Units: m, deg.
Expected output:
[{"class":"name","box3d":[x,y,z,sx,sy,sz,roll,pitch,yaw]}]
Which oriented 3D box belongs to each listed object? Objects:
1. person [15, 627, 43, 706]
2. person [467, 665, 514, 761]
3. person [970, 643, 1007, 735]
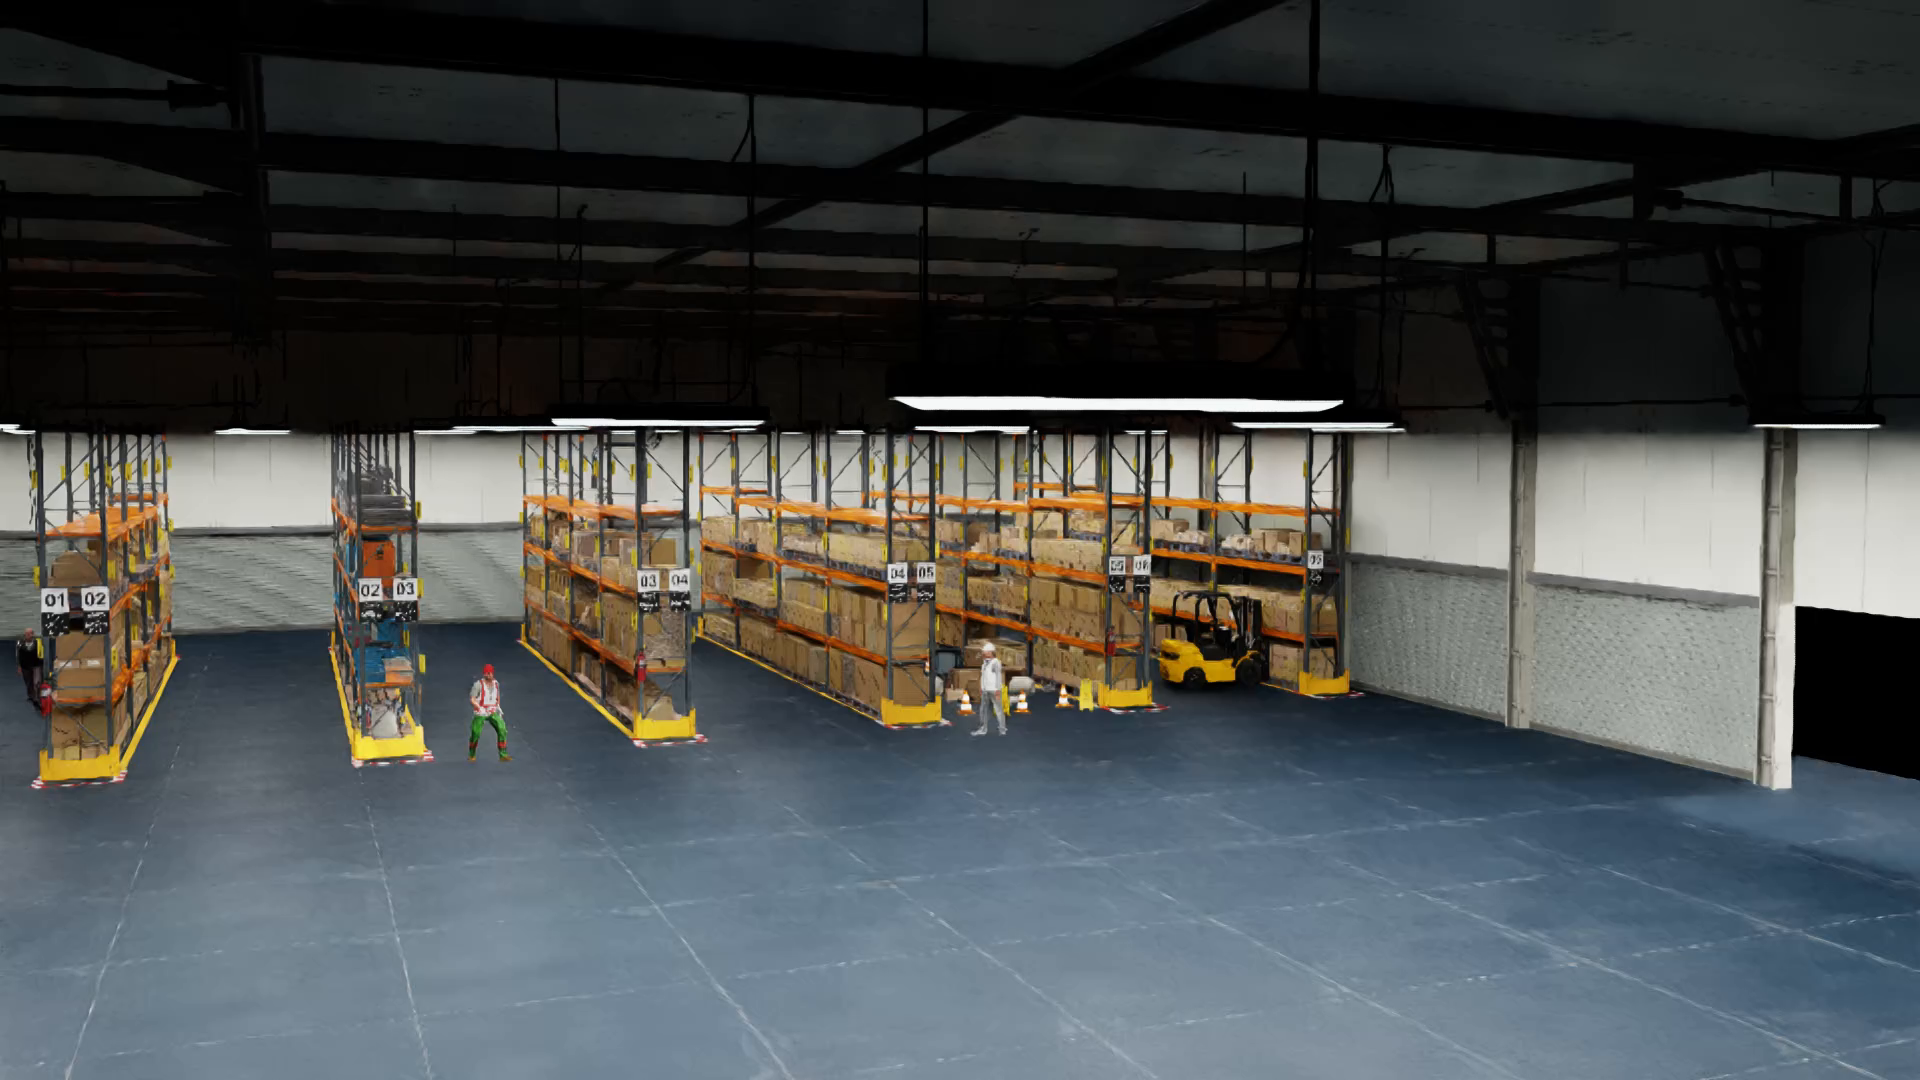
[{"class":"person","box3d":[-19.799,2.677,35.399,0.543,1.648,1.111,-1,4,-20]},{"class":"person","box3d":[-8.300,3.027,29.162,0.675,1.718,0.808,-3,5,-41]},{"class":"person","box3d":[0.556,2.852,31.776,0.619,1.773,0.642,-2,4,-35]}]
